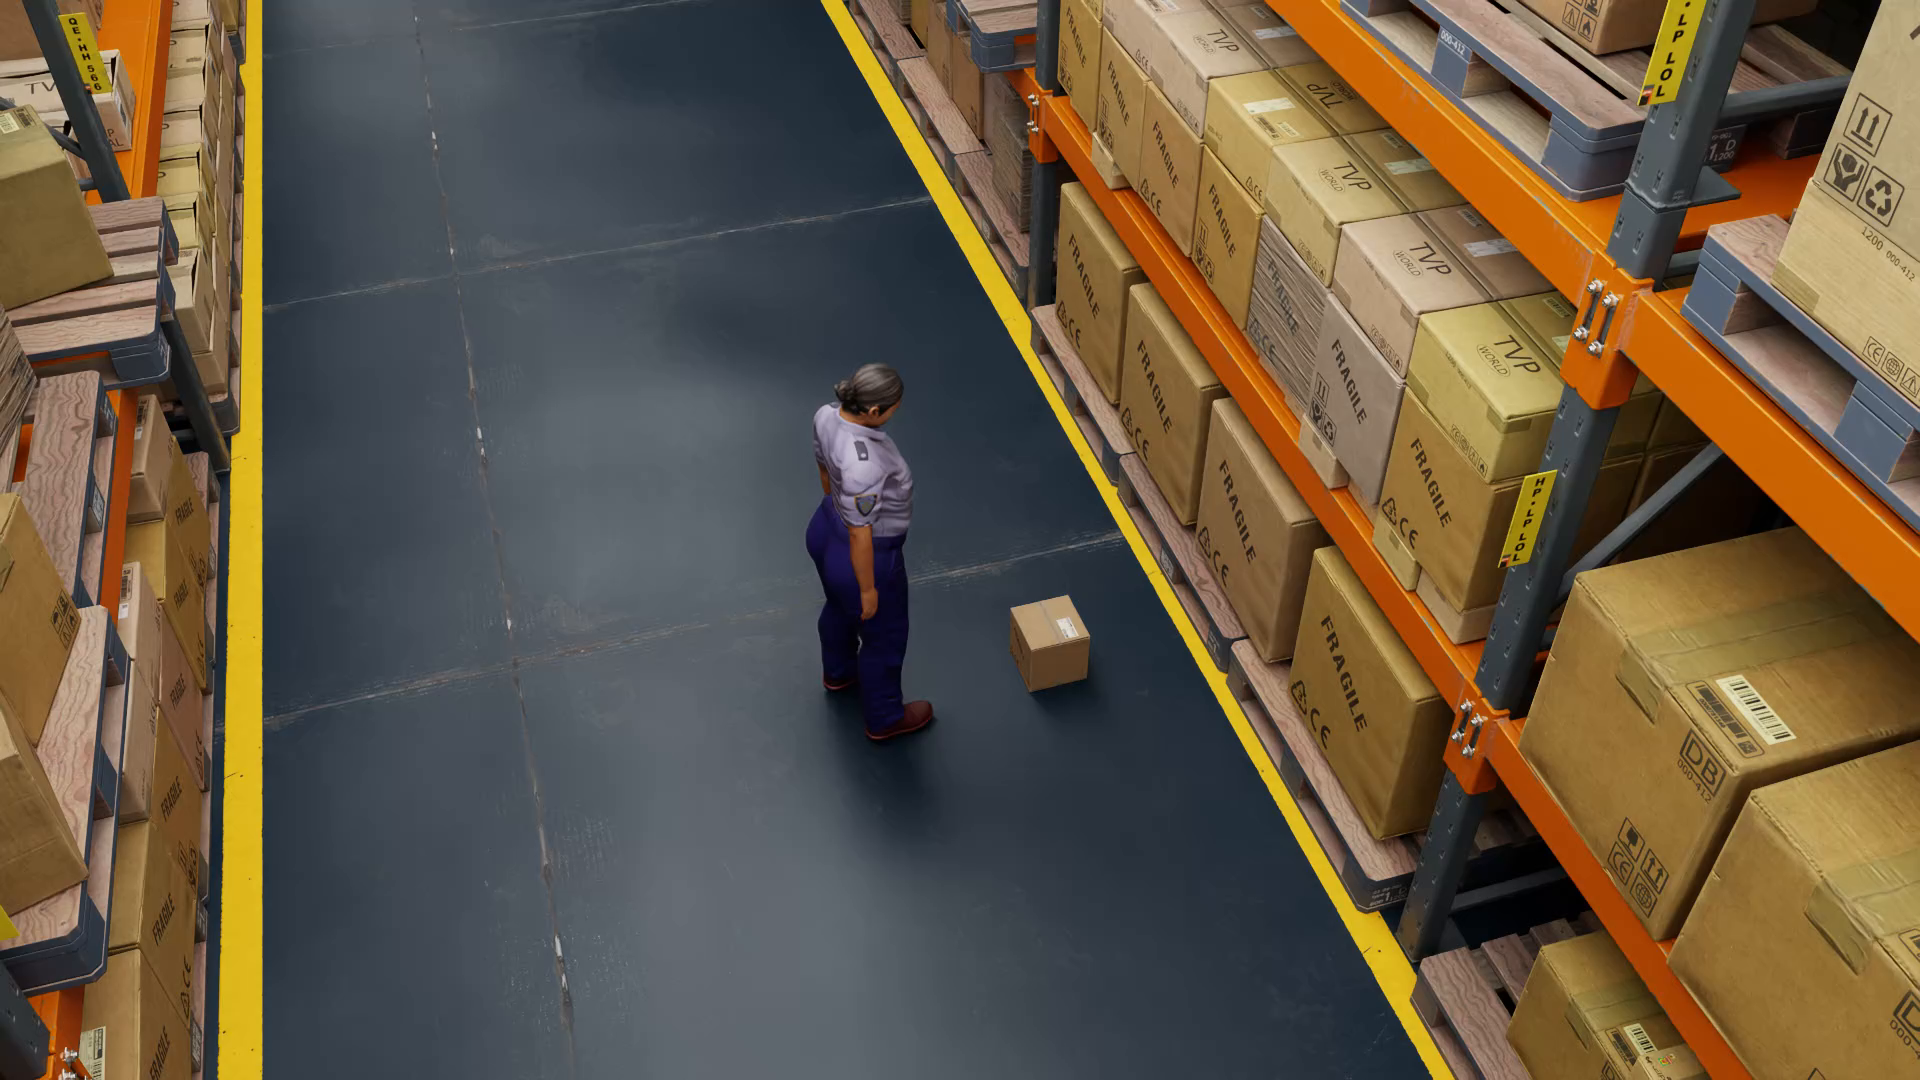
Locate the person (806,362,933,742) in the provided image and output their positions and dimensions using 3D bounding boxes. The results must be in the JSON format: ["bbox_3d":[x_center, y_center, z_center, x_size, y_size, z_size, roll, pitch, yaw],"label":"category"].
[{"bbox_3d":[-0.340,0.032,6.123,0.367,1.633,0.511,-17,45,-17],"label":"person"}]
